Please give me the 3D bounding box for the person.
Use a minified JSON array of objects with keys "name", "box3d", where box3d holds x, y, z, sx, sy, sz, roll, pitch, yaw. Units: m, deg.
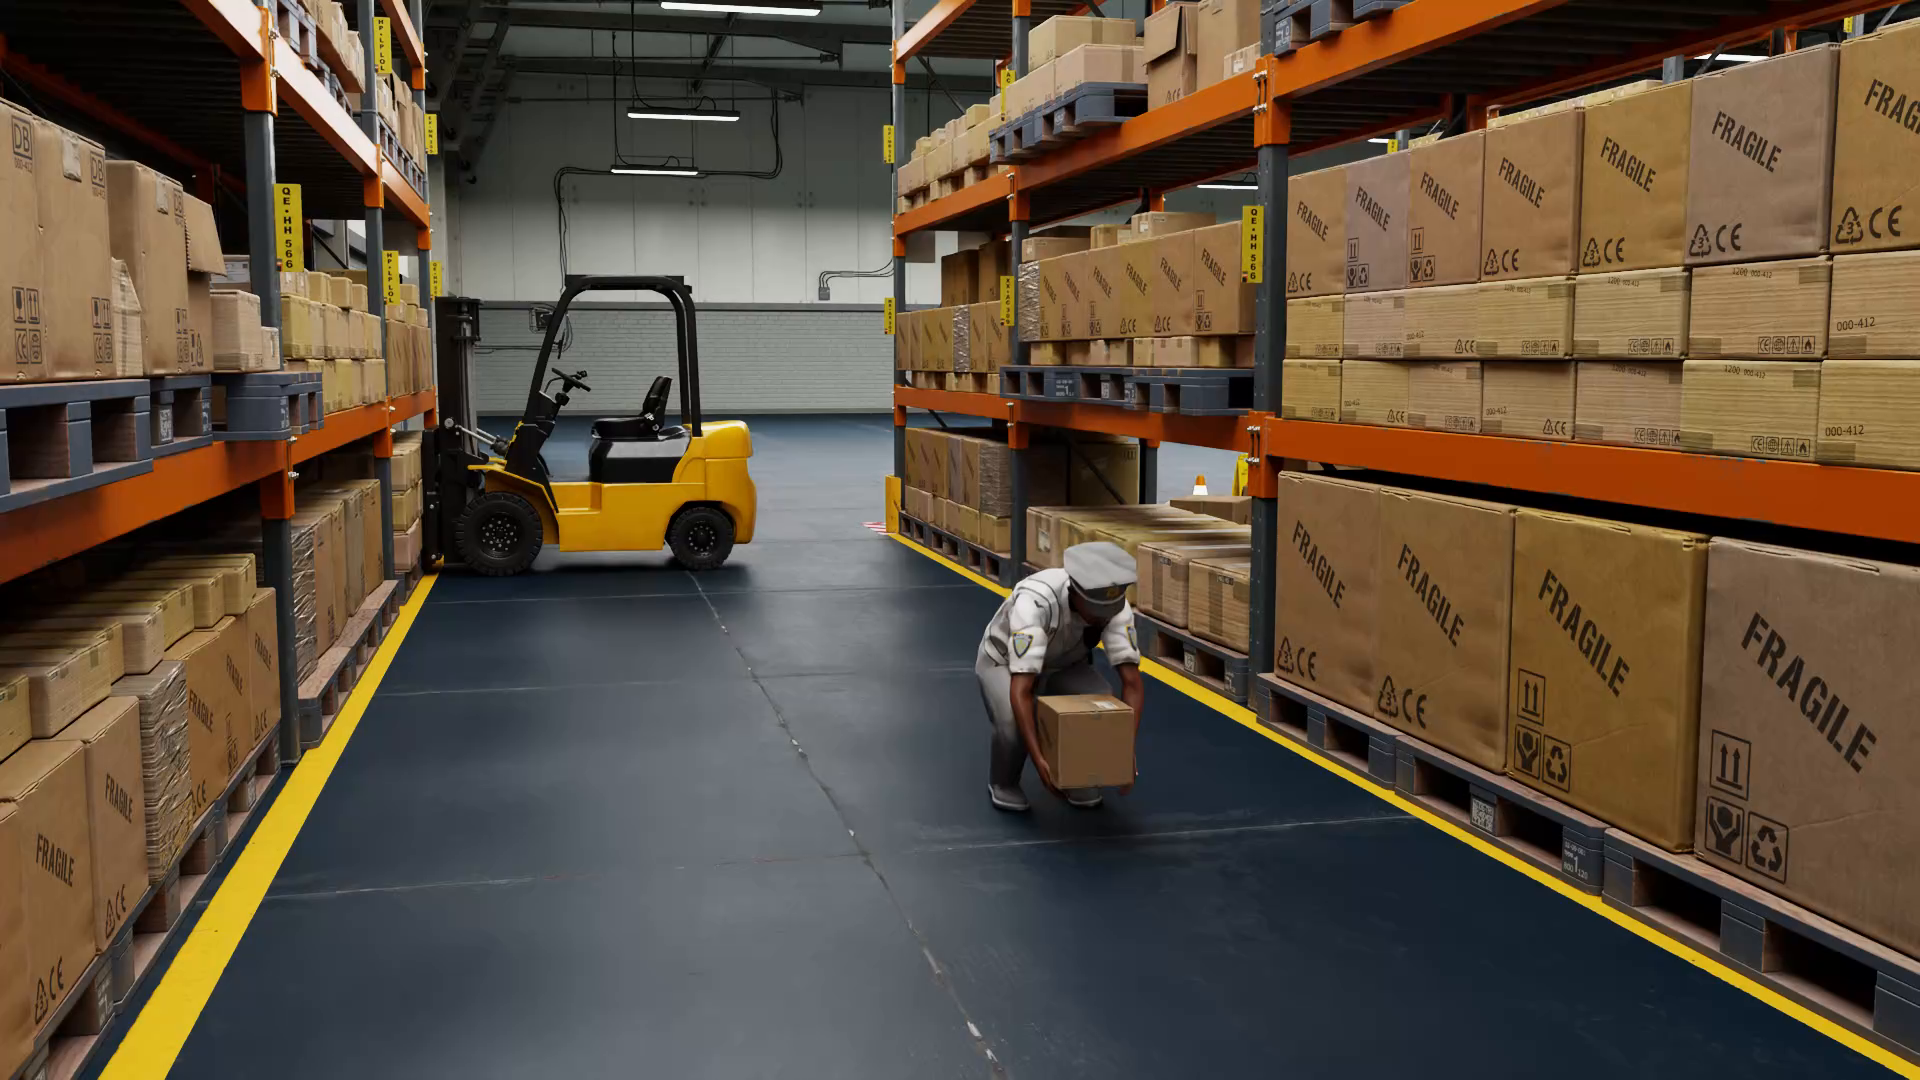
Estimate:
[{"name":"person","box3d":[0.340,0.464,5.717,0.485,0.961,0.837,-2,6,-14]}]
